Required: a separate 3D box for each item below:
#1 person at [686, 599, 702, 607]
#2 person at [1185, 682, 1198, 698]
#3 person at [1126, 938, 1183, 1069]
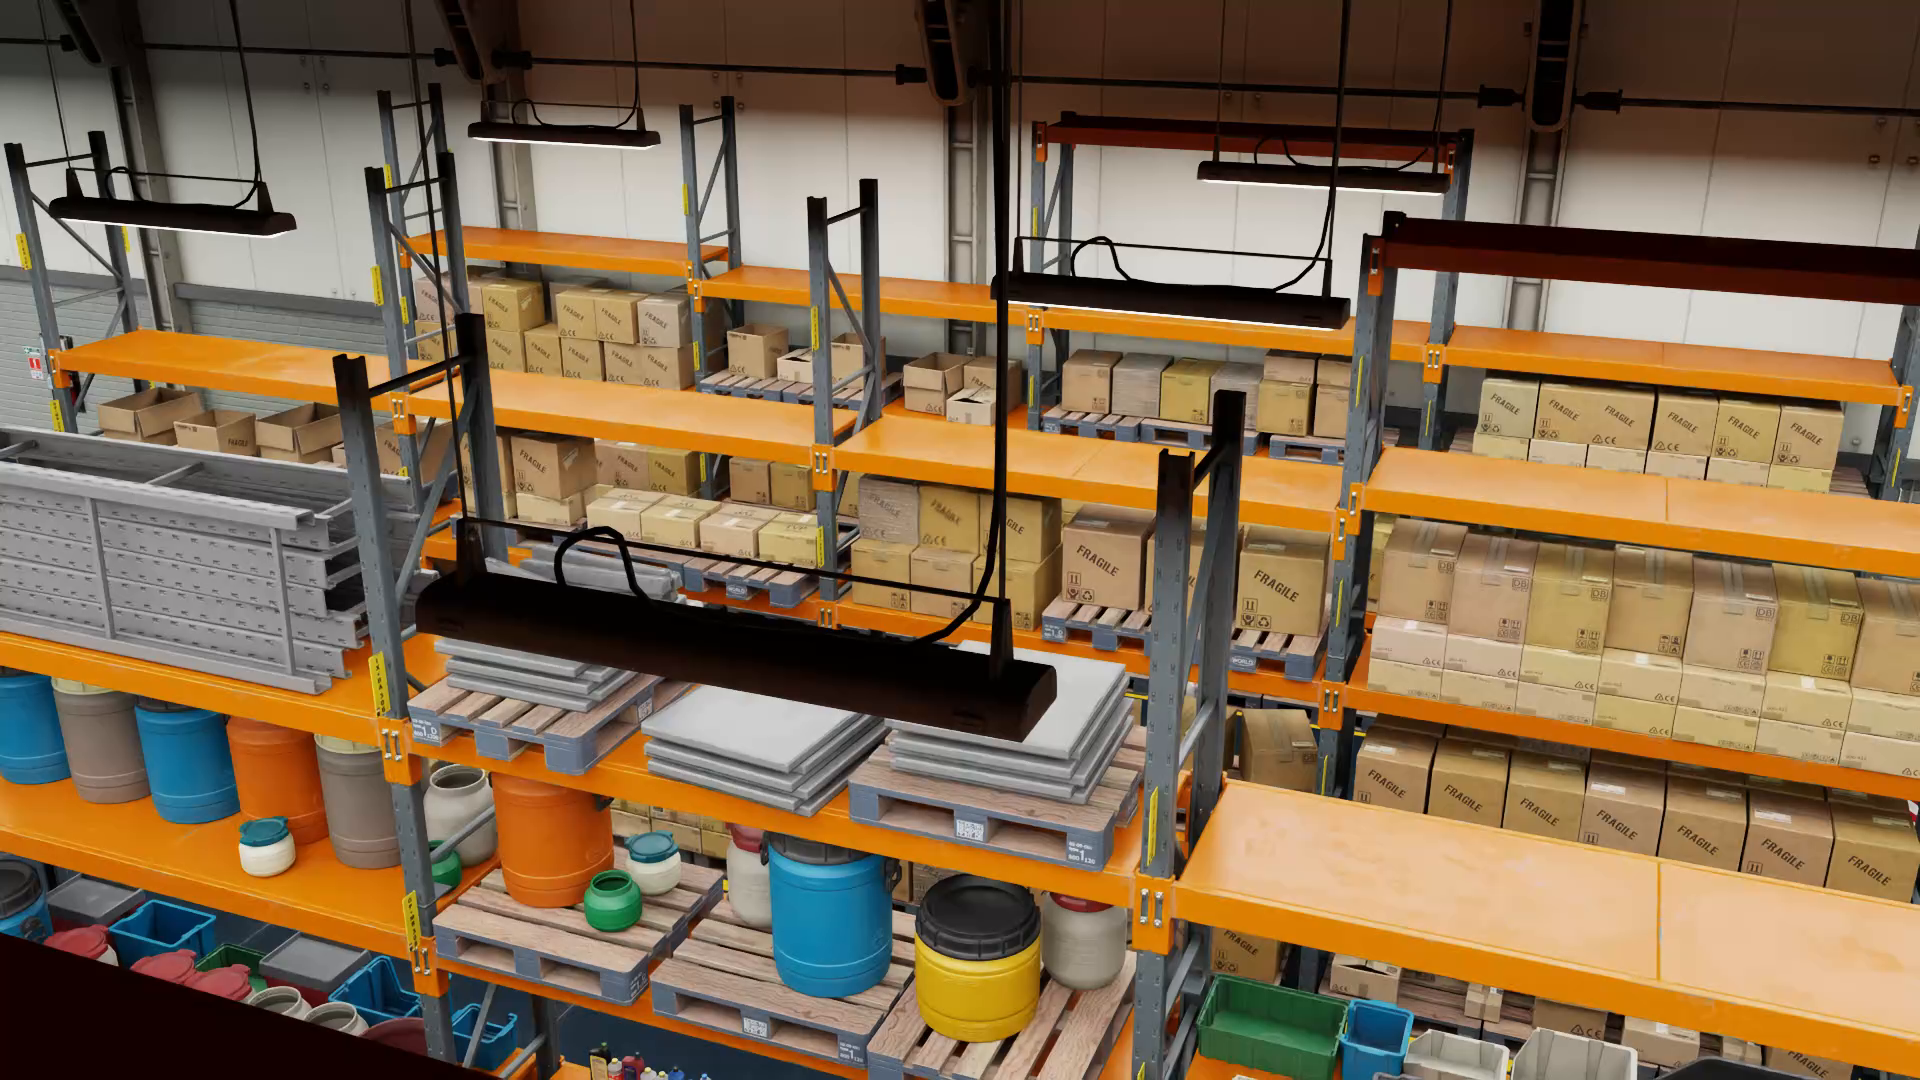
[{"bbox_3d":[-3.024,0.826,17.895,0.957,1.611,0.517,-1,21,-4],"label":"person"},{"bbox_3d":[1.974,1.724,15.375,1.067,1.723,0.538,9,23,22],"label":"person"},{"bbox_3d":[1.463,3.117,12.008,0.747,1.572,0.613,12,24,28],"label":"person"}]
